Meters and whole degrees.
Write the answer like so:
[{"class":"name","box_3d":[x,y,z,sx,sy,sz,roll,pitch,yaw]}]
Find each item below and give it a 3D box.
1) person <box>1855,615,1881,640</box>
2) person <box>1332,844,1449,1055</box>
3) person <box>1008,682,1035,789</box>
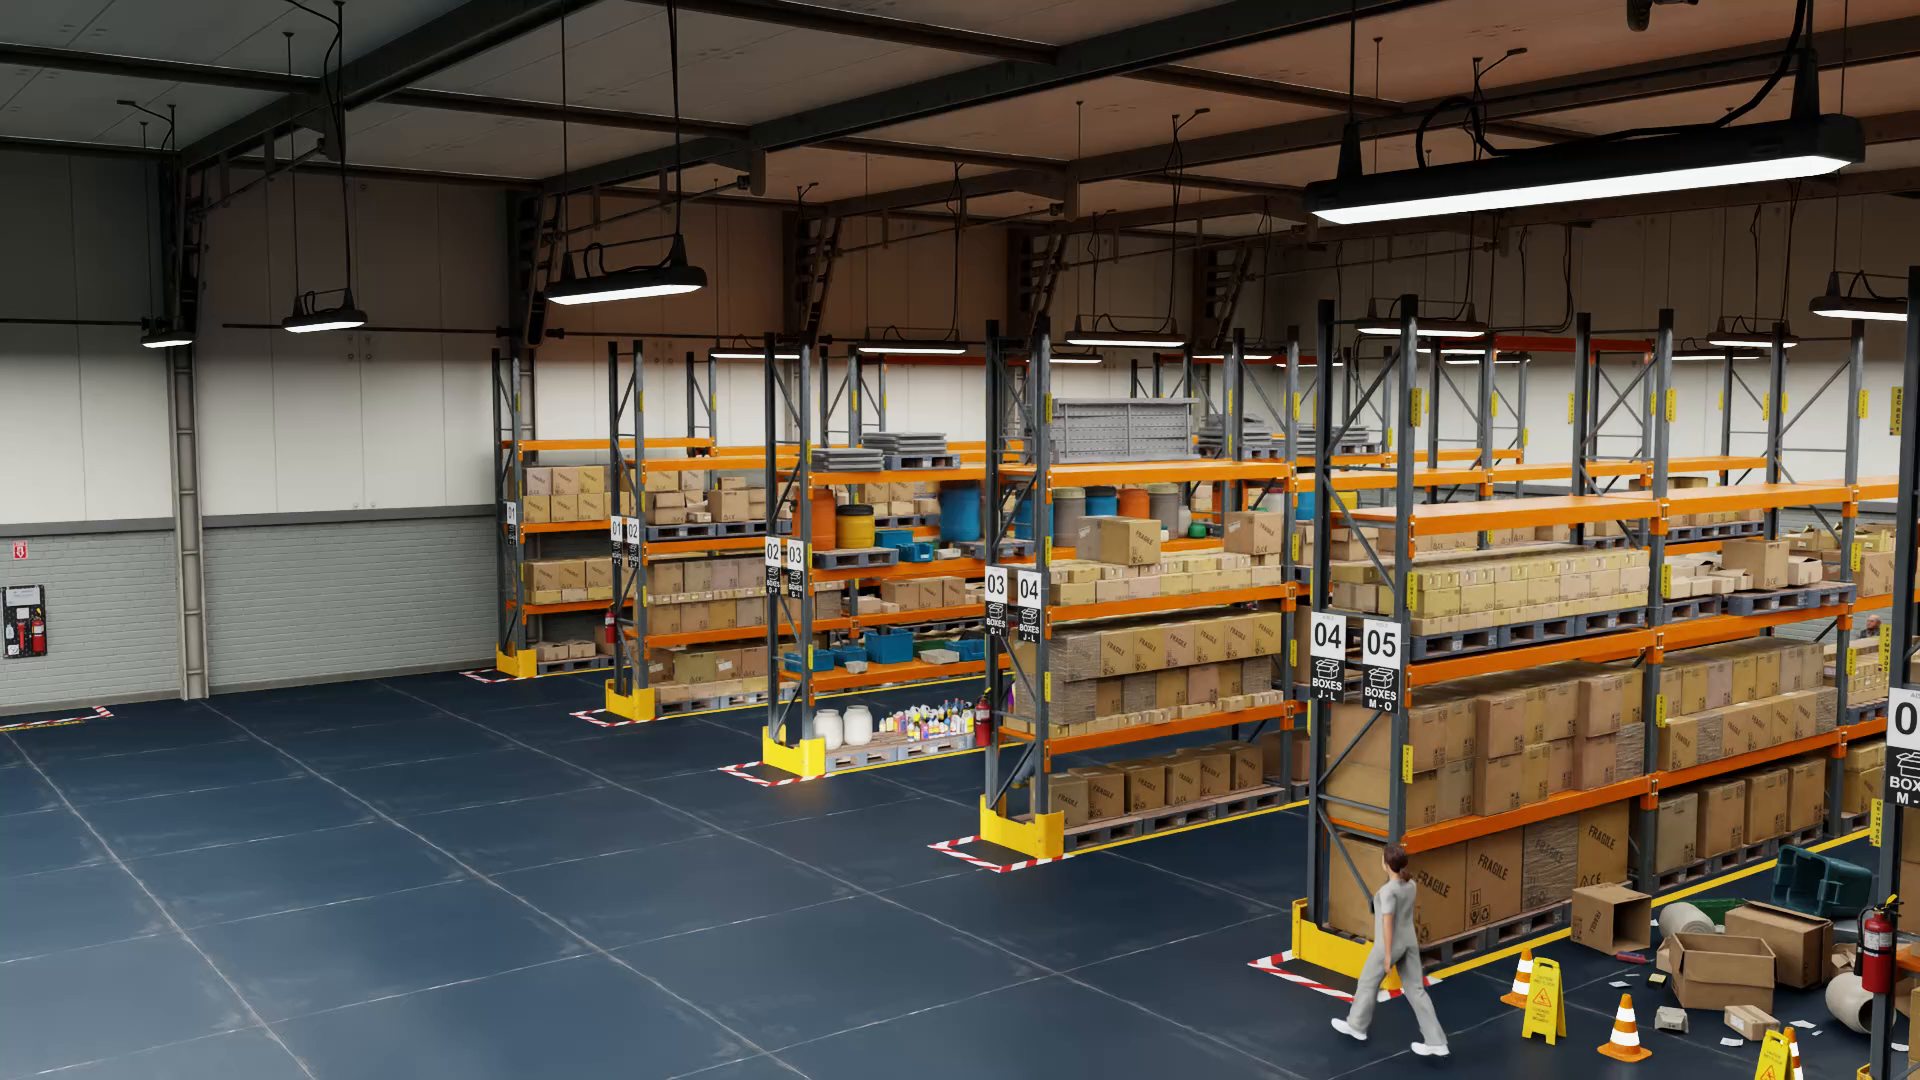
[{"class":"person","box_3d":[14.415,2.015,26.333,1.084,1.669,0.598,-4,7,-39]},{"class":"person","box_3d":[3.417,3.210,13.091,0.457,1.598,0.997,-3,6,-34]},{"class":"person","box_3d":[0.895,2.263,20.794,0.778,1.607,0.642,-5,7,-44]}]
